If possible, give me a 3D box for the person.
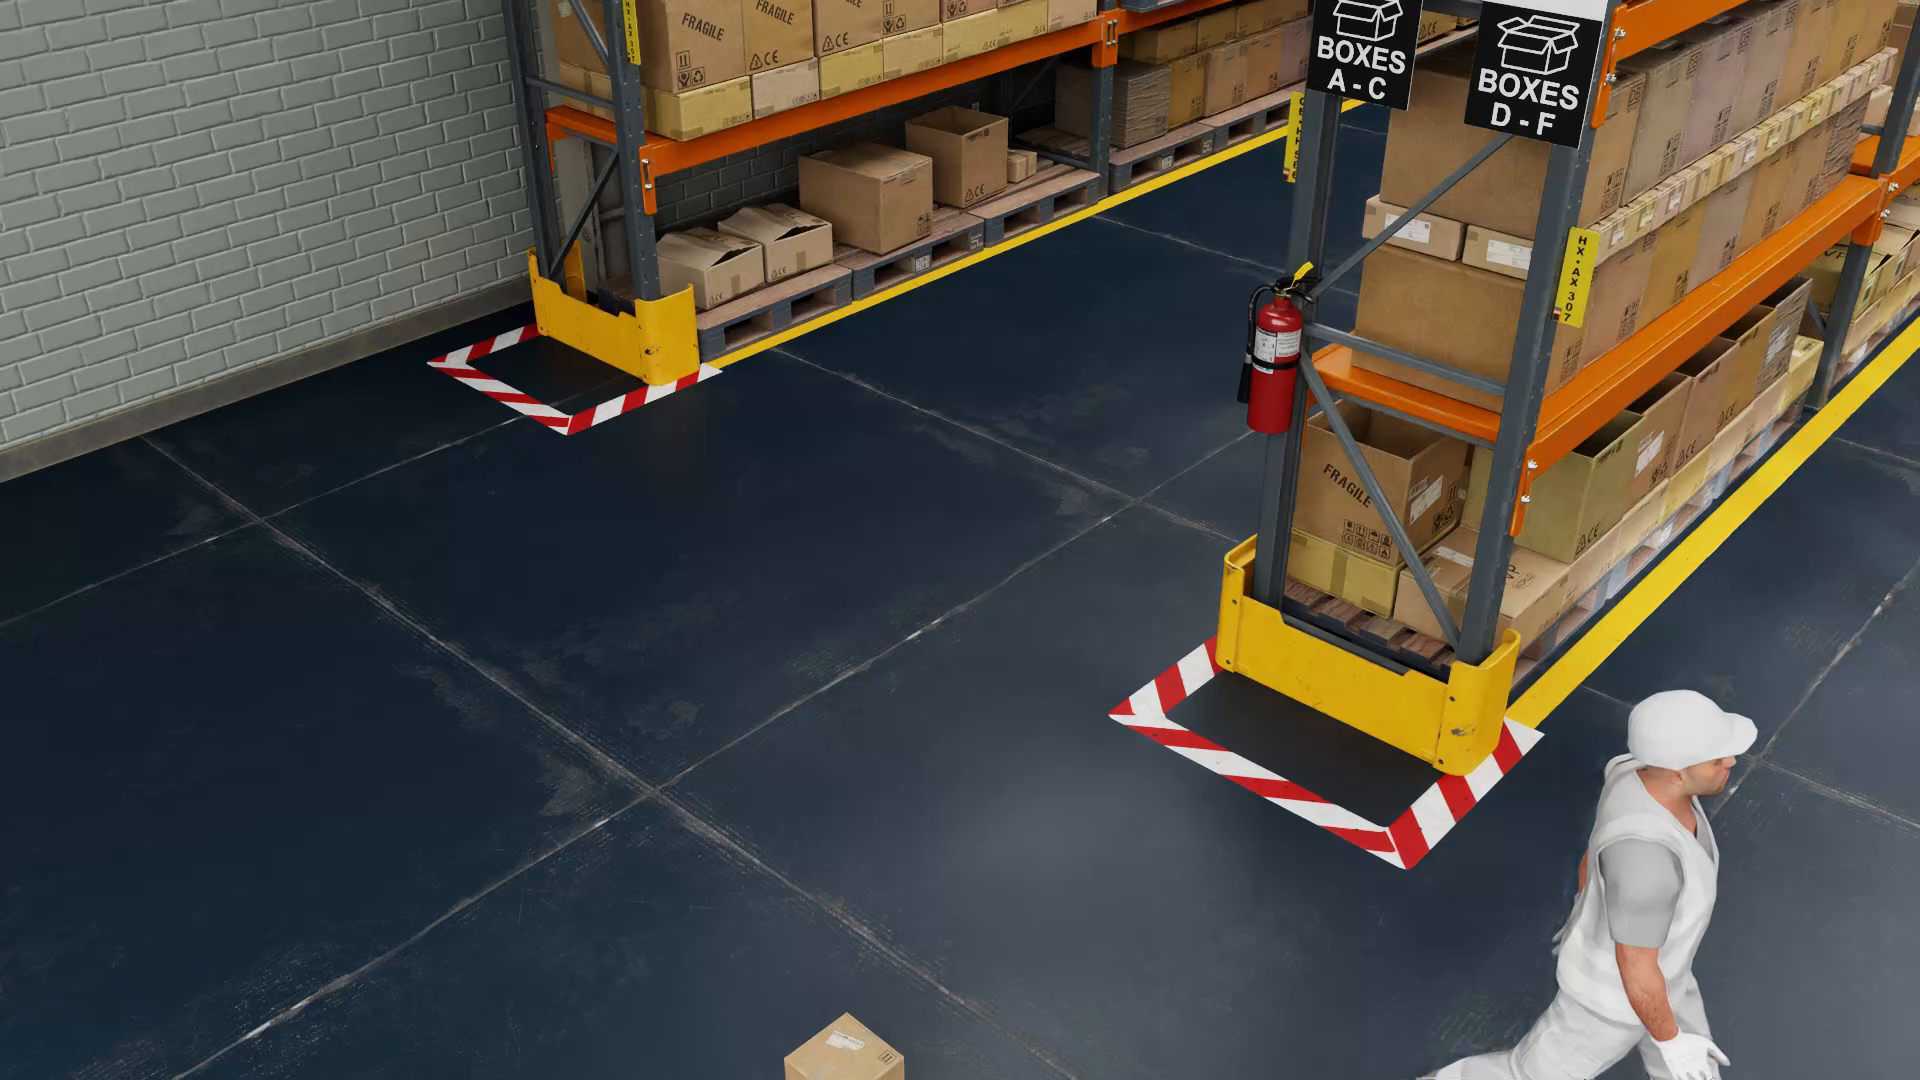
[{"bbox_3d":[1.712,1.117,4.257,1.073,1.743,0.529,17,35,25],"label":"person"}]
